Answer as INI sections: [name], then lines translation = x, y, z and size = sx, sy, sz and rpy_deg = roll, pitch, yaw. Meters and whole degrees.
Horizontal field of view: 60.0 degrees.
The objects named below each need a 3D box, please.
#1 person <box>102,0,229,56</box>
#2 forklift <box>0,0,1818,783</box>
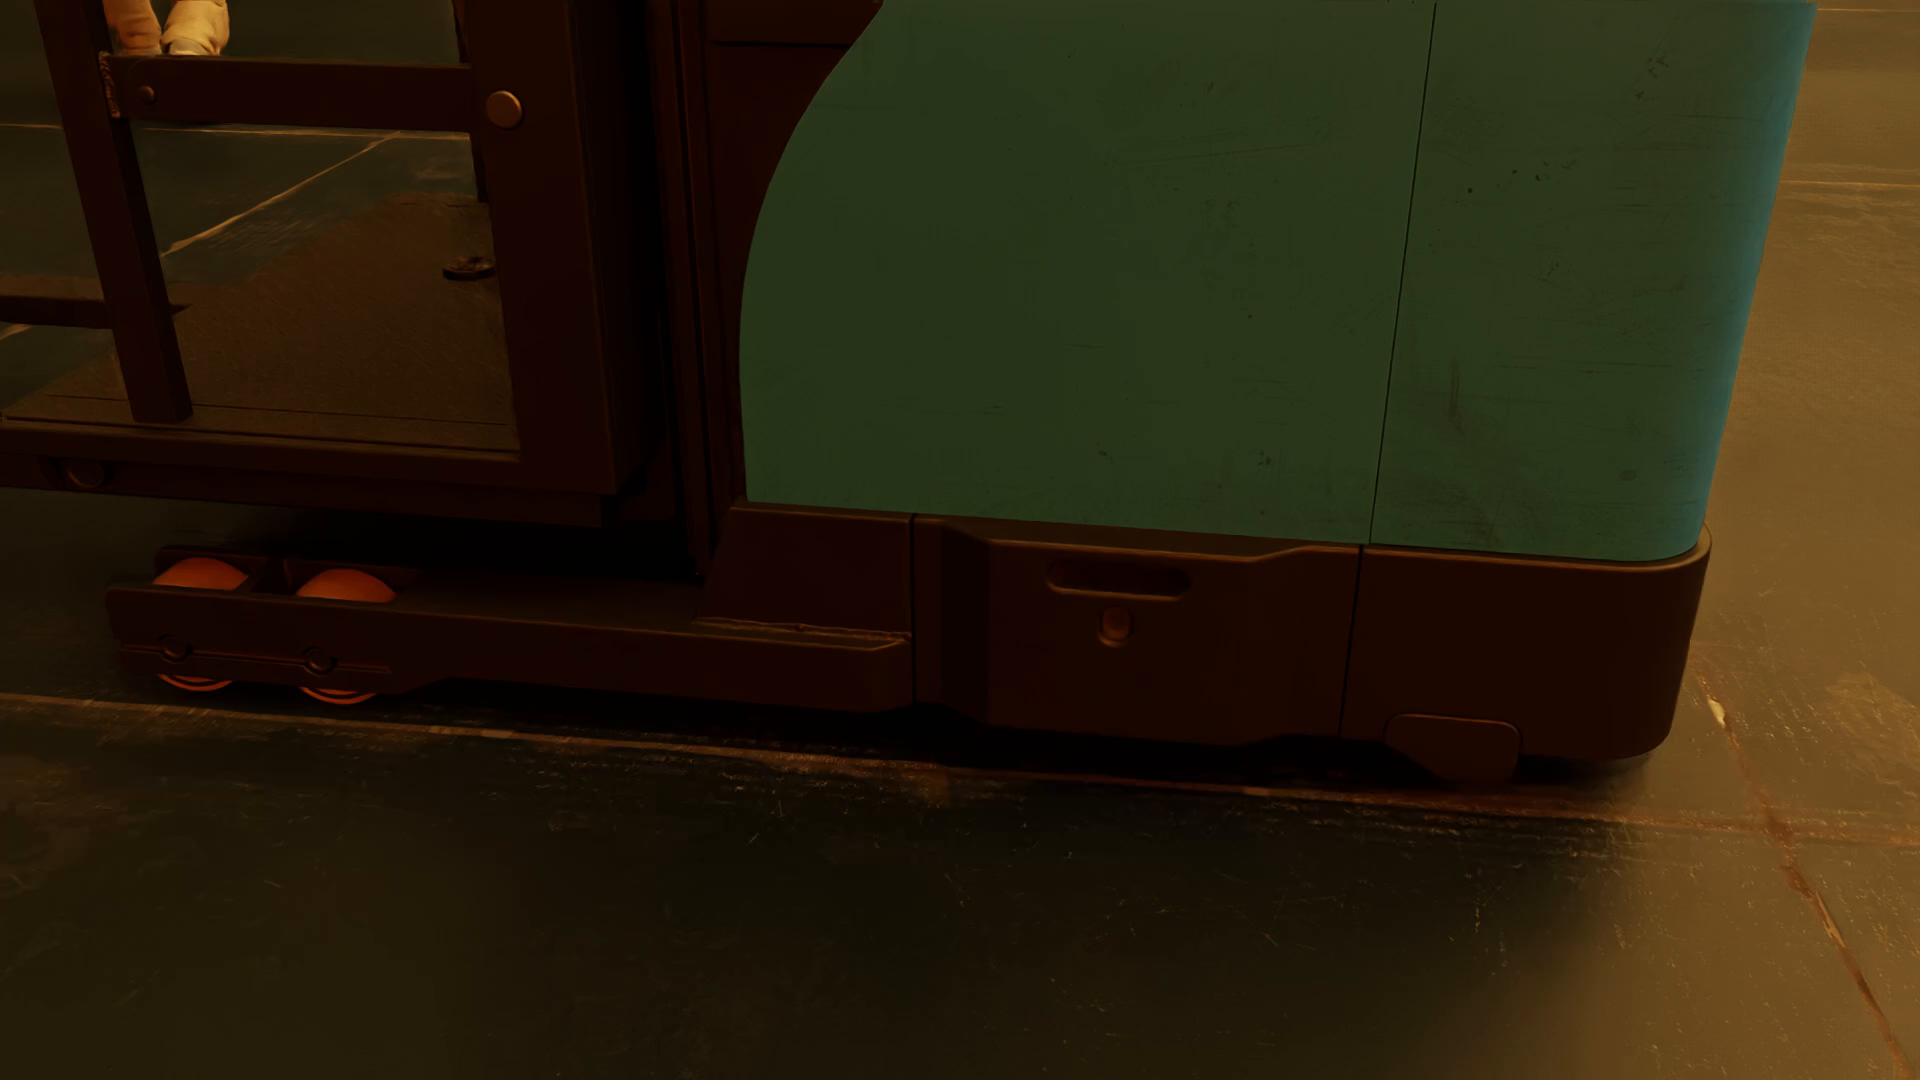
[person]
translation = -2.636, -1.981, 4.897
size = 0.984, 1.477, 0.825
rpy_deg = 22, 34, 37
[forklift]
translation = -0.609, -1.333, 1.889
size = 3.031, 2.935, 1.130
rpy_deg = 4, 27, 8
